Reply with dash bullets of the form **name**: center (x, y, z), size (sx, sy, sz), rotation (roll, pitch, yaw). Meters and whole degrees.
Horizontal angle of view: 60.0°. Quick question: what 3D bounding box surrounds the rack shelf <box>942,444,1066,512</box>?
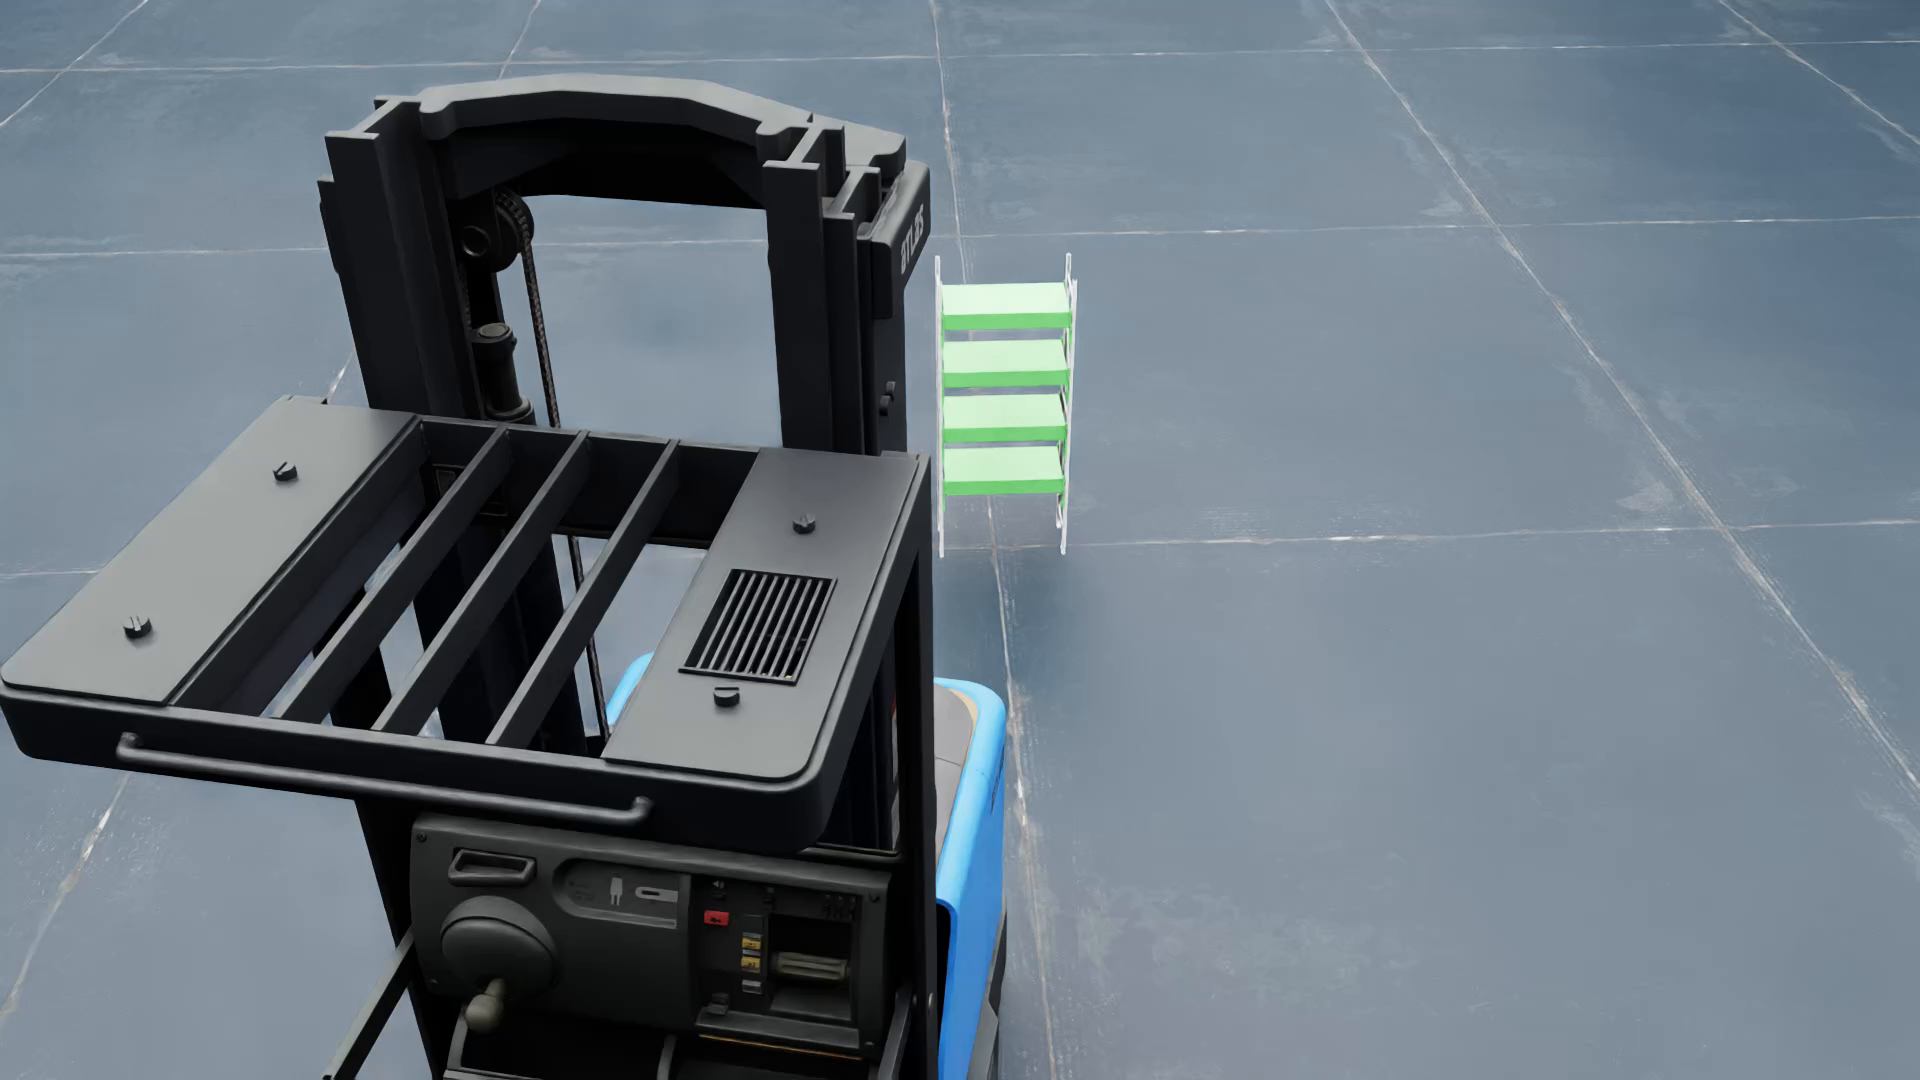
- **rack shelf**: center (0.165, -0.248, 6.588), size (0.480, 0.148, 0.258), rotation (-2, 35, -2)

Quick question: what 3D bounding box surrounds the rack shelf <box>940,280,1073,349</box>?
- **rack shelf**: center (0.165, -0.840, 6.178), size (0.480, 0.148, 0.258), rotation (-2, 35, -2)

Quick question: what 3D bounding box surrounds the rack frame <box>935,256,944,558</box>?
- **rack frame**: center (-0.078, -0.491, 6.405), size (0.015, 1.200, 0.240), rotation (-2, 35, -2)

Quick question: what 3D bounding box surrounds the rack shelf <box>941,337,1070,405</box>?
- **rack shelf**: center (0.165, -0.643, 6.315), size (0.480, 0.148, 0.258), rotation (-2, 35, -2)

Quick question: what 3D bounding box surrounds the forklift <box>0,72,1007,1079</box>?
- **forklift**: center (-0.630, 0.829, 2.976), size (1.130, 2.935, 3.031), rotation (6, 35, 8)

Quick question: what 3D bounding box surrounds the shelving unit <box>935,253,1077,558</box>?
- **shelving unit**: center (0.165, -0.498, 6.415), size (0.503, 1.200, 0.258), rotation (-2, 35, -2)

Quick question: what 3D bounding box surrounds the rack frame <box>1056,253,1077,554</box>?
- **rack frame**: center (0.409, -0.504, 6.424), size (0.015, 1.200, 0.240), rotation (-2, 35, -2)

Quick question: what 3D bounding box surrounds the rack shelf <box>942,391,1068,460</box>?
- **rack shelf**: center (0.165, -0.445, 6.451), size (0.480, 0.148, 0.258), rotation (-2, 35, -2)
